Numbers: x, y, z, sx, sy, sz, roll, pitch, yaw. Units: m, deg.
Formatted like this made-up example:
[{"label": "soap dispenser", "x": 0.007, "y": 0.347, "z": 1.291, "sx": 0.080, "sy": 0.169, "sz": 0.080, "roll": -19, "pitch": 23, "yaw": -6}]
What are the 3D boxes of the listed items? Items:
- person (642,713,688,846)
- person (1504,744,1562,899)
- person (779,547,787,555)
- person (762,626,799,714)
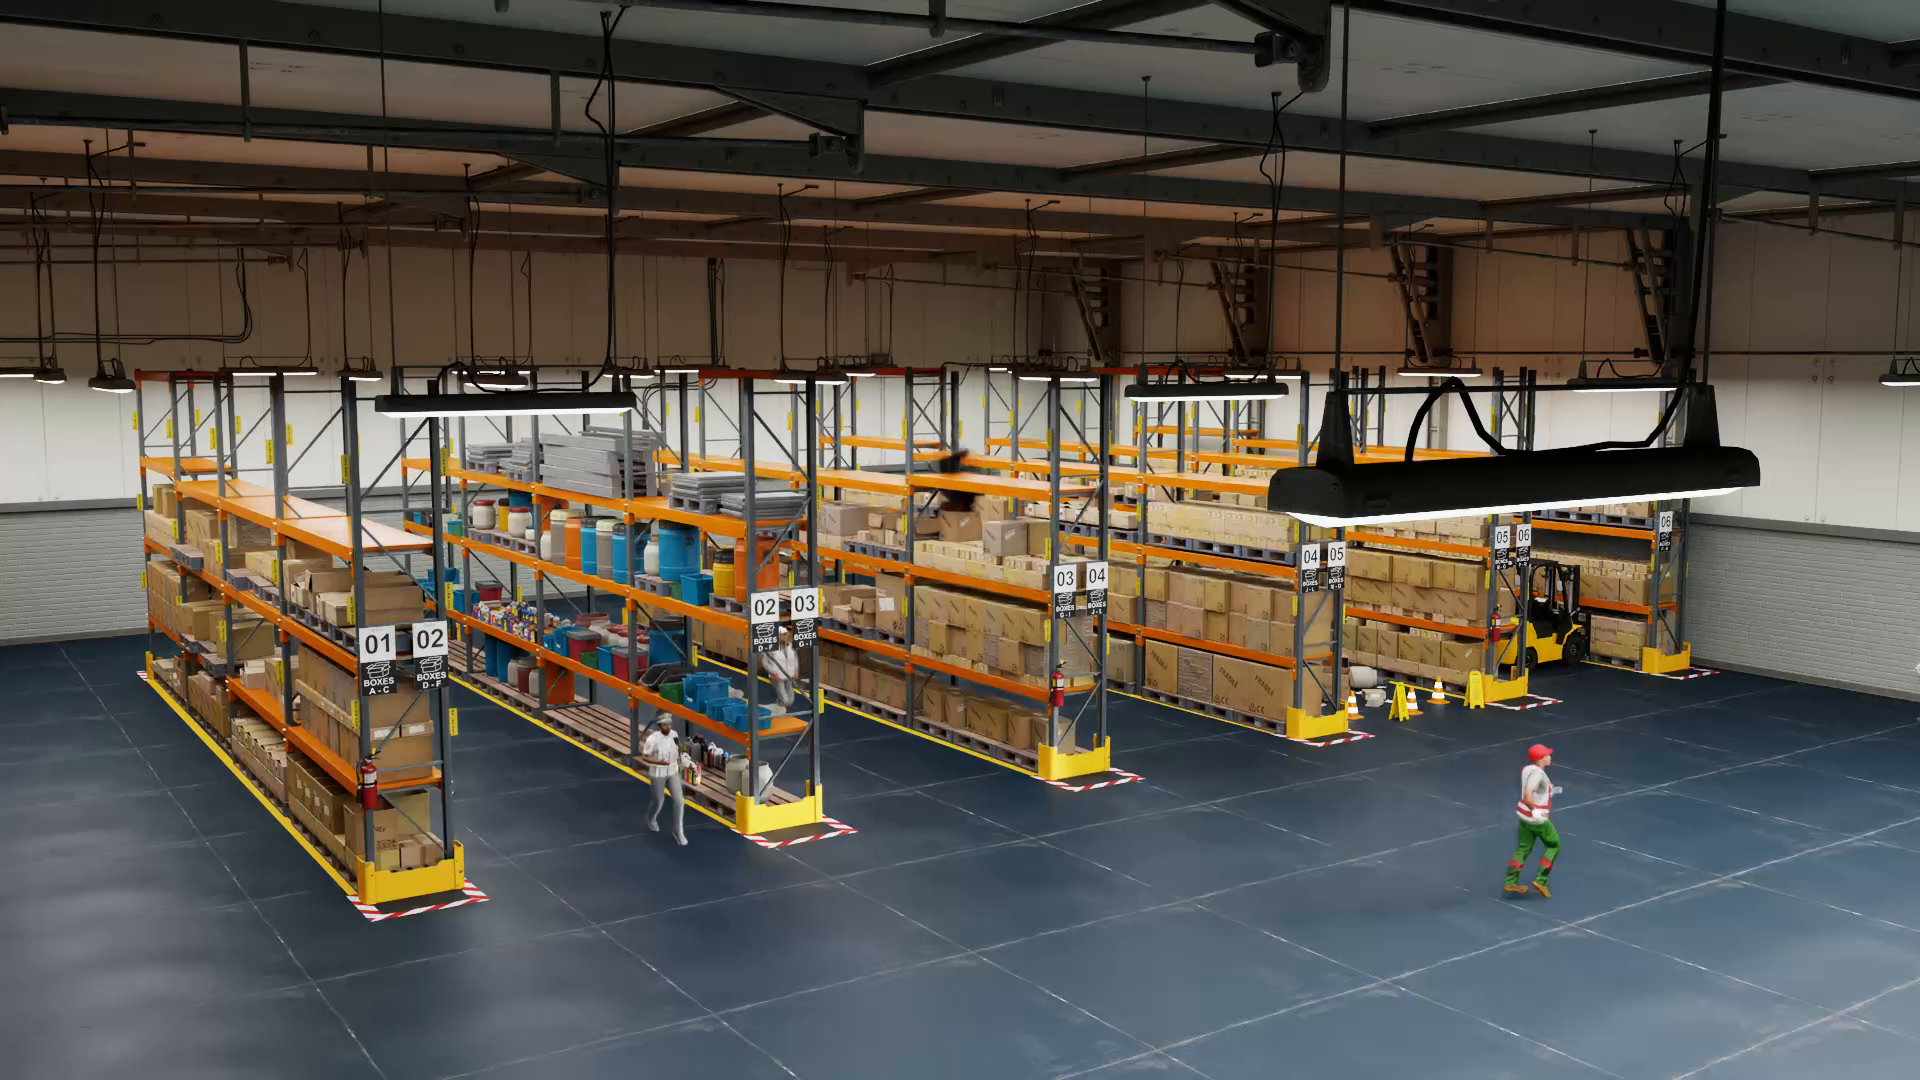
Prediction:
[{"label": "person", "x": -3.857, "y": 3.067, "z": 21.624, "sx": 0.609, "sy": 1.716, "sz": 0.903, "roll": -4, "pitch": 8, "yaw": -33}, {"label": "person", "x": 6.706, "y": 3.277, "z": 19.386, "sx": 0.746, "sy": 1.833, "sz": 0.616, "roll": -1, "pitch": 7, "yaw": -10}, {"label": "person", "x": -4.563, "y": 0.867, "z": 40.979, "sx": 0.672, "sy": 1.718, "sz": 0.553, "roll": 6, "pitch": 9, "yaw": 41}, {"label": "person", "x": -3.042, "y": 2.305, "z": 28.136, "sx": 0.687, "sy": 1.733, "sz": 0.641, "roll": -5, "pitch": 8, "yaw": -37}]
